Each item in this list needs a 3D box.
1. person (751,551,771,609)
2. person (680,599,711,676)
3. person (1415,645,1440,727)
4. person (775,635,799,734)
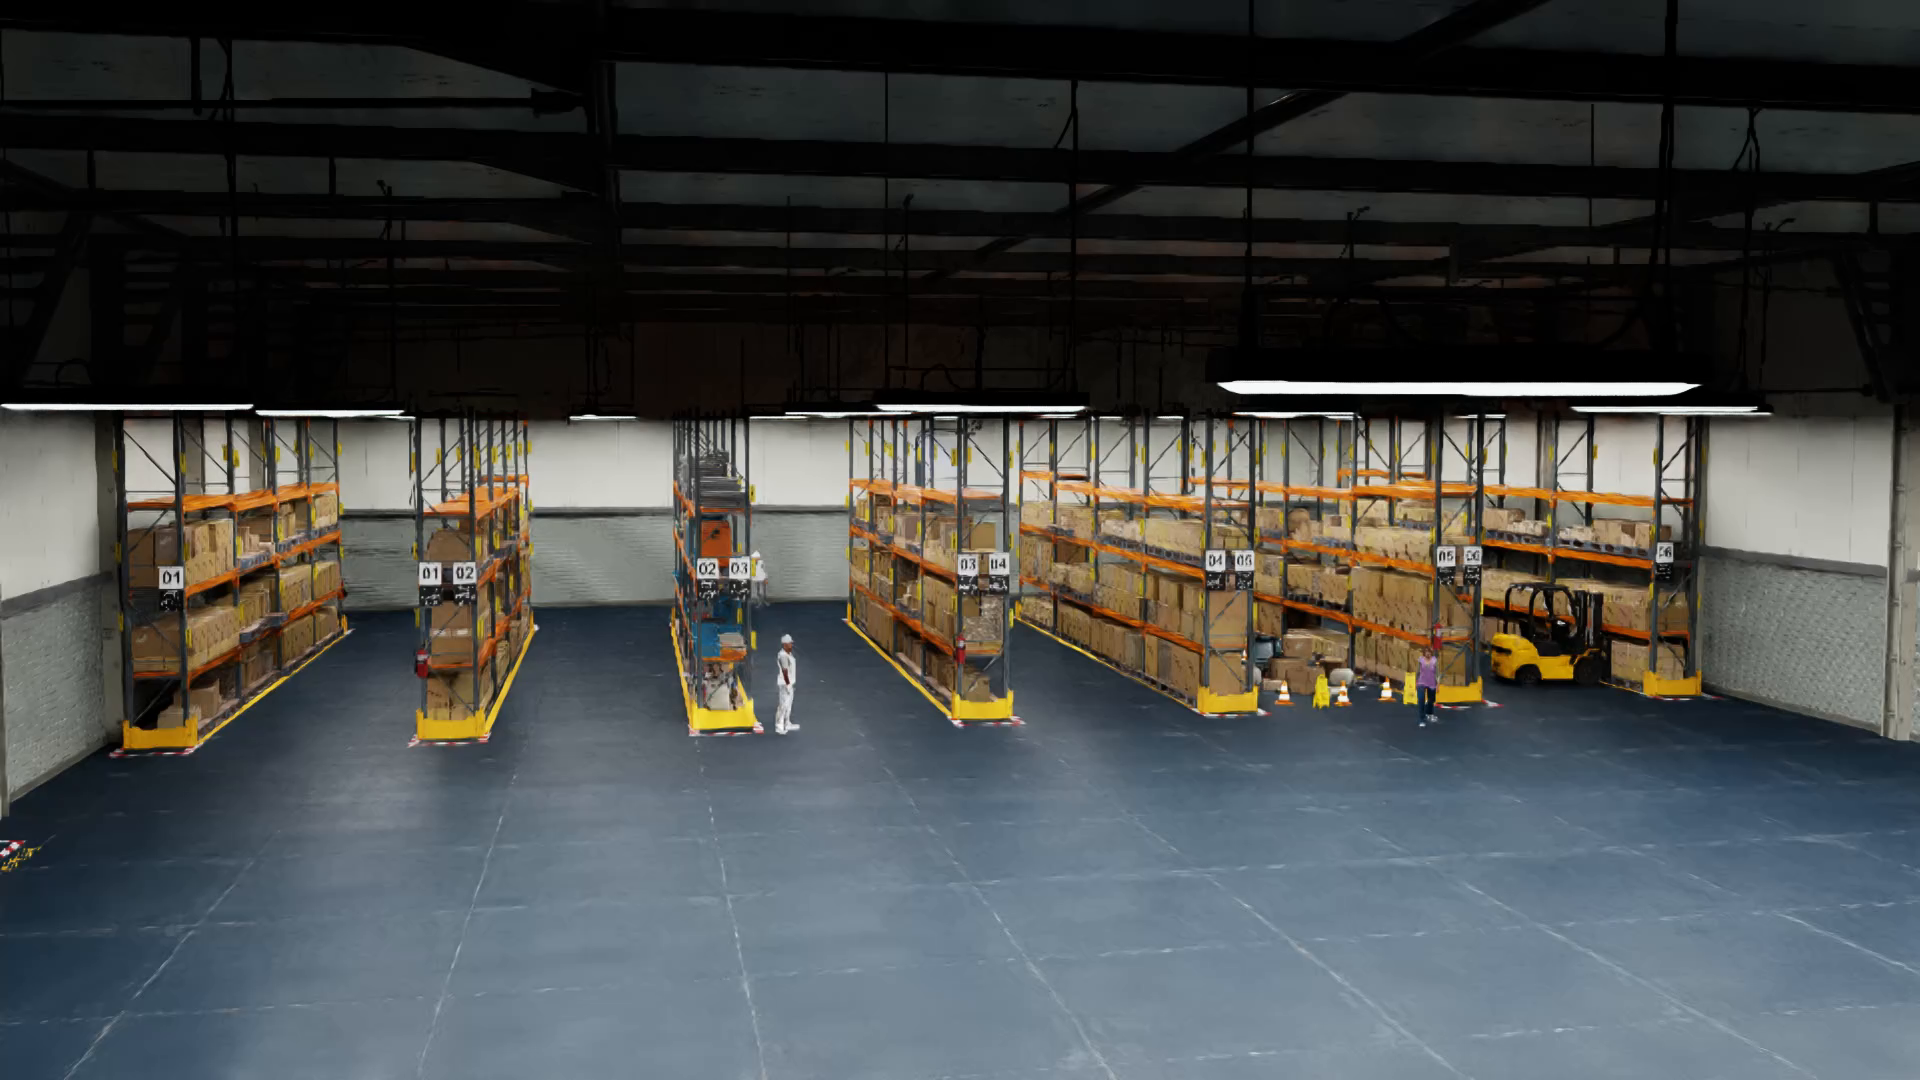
[{"bbox_3d":[-6.136,1.219,51.020,0.588,1.769,0.561,2,5,26],"label":"person"},{"bbox_3d":[-5.702,2.118,35.896,0.610,1.668,0.617,-2,4,-24],"label":"person"},{"bbox_3d":[8.815,2.718,31.355,0.455,1.531,0.867,1,4,10],"label":"person"},{"bbox_3d":[-3.192,2.633,30.630,0.406,1.782,0.717,0,4,0],"label":"person"}]
